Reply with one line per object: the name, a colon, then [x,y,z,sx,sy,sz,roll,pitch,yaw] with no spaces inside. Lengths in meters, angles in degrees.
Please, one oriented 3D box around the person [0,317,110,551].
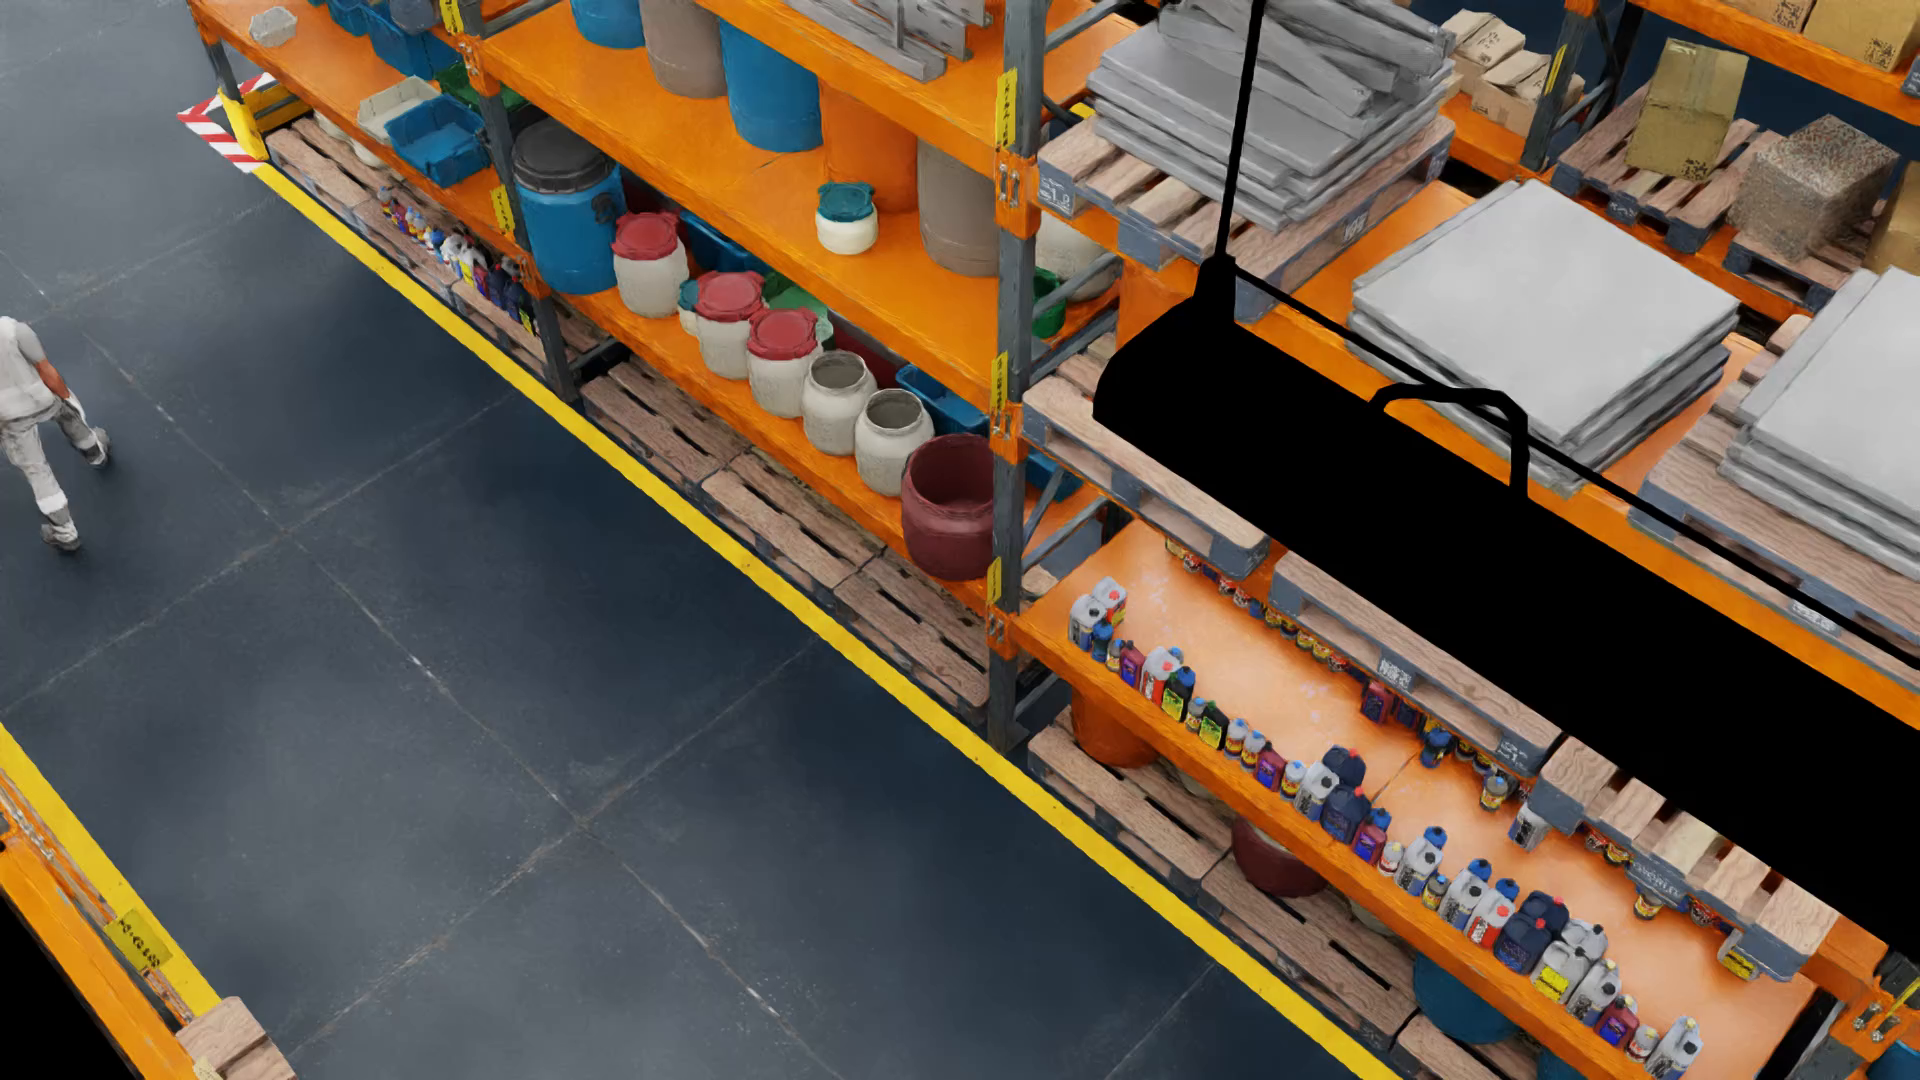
person: [-5.606,-0.826,9.966,0.592,1.738,0.988,-20,53,-16]
